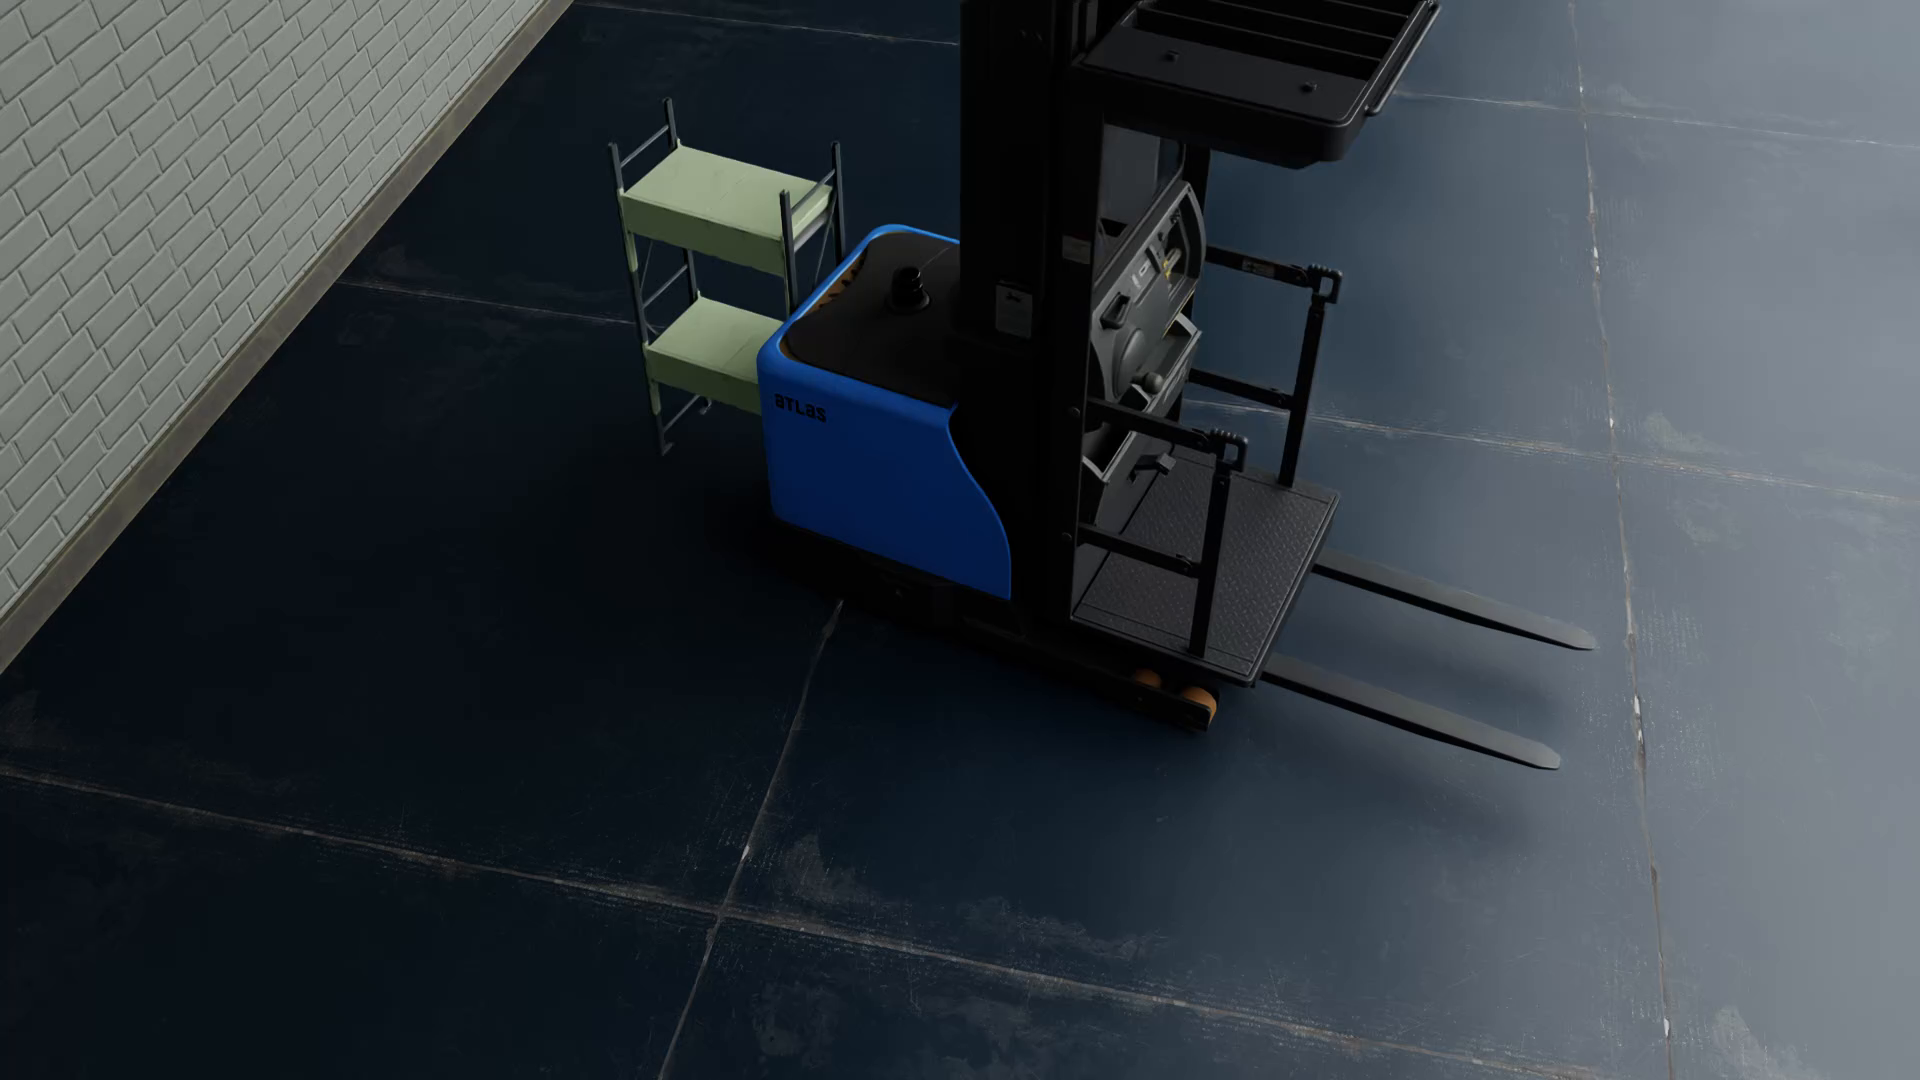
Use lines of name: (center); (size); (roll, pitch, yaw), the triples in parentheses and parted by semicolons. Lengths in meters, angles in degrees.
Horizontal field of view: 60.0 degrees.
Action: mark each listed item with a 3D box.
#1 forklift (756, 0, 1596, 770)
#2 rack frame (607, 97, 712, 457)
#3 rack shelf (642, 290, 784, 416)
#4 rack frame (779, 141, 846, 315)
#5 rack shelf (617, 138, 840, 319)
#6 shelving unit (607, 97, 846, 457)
forklift: (0.811, -0.790, 5.457); (3.031, 2.935, 1.130); (19, 47, 19)
rack frame: (-1.196, -1.023, 6.732); (0.023, 1.500, 0.400); (19, 47, 19)
rack shelf: (-0.868, -0.677, 6.842); (0.720, 0.370, 0.431); (19, 47, 19)
rack frame: (-0.539, -0.800, 6.499); (0.023, 1.500, 0.400); (19, 47, 19)
rack shelf: (-0.868, -1.193, 6.345); (0.720, 0.370, 0.431); (19, 47, 19)
shelving unit: (-0.868, -0.912, 6.615); (0.755, 1.500, 0.431); (19, 47, 19)
